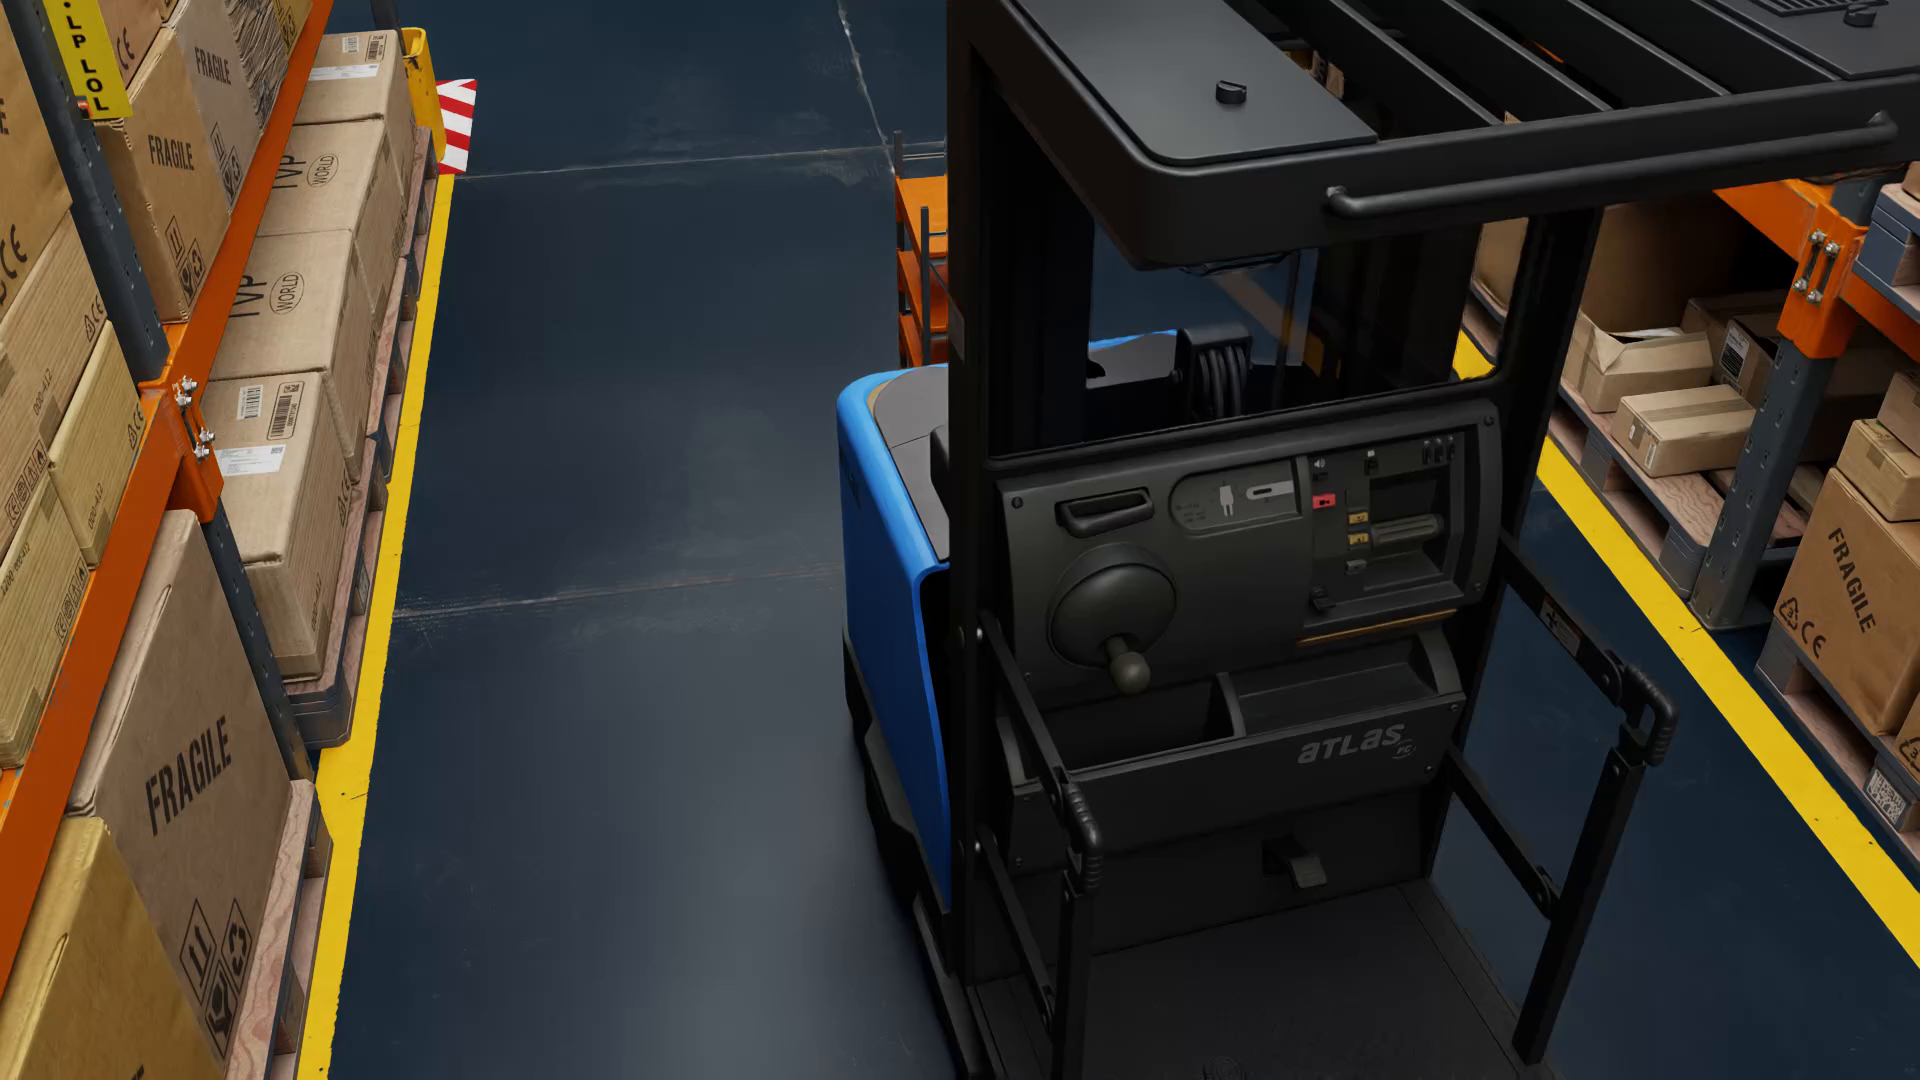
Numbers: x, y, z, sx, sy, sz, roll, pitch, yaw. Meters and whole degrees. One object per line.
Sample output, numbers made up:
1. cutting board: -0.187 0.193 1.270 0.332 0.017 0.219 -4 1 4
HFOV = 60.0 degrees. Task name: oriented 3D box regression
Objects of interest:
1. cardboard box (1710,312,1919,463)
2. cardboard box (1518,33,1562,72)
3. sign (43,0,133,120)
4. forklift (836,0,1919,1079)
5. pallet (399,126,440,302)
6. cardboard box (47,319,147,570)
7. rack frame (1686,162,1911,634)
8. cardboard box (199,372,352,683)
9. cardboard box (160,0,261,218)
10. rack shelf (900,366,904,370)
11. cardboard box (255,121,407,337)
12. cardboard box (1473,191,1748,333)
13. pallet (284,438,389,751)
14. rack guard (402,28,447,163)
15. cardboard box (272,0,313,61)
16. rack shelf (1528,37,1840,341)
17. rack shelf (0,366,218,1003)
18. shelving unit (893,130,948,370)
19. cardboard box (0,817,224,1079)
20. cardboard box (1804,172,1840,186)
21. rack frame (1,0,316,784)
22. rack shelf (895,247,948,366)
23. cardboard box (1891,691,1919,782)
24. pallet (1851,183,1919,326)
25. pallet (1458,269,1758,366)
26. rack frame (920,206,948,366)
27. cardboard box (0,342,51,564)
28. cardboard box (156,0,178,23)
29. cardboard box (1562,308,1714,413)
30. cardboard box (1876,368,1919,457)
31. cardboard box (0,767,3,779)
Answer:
1. cardboard box: 2.800 -0.529 5.335 0.500 0.311 0.500 -5 38 -6
2. cardboard box: 2.108 -1.695 6.682 0.700 0.500 0.500 -5 38 -6
3. sign: -1.670 -0.955 3.155 0.100 0.325 0.005 -6 38 -8
4. forklift: 0.586 0.085 2.752 1.130 2.935 3.031 -10 39 -13
5. pallet: -2.687 -1.305 6.758 1.003 0.211 1.213 -6 38 -8
6. cardboard box: -1.876 -0.161 3.135 0.500 0.250 0.500 -7 38 -9
7. rack frame: 2.684 -1.001 4.093 1.000 3.000 0.127 -6 38 -8
8. cardboard box: -2.207 -0.009 4.563 0.875 0.438 0.875 -7 38 -9
9. cardboard box: -2.111 -1.120 4.165 0.500 0.500 0.500 -6 38 -8
10. rack shelf: -0.029 -0.364 5.174 0.258 0.148 0.480 -6 38 -8
11. cardboard box: -2.521 -1.095 5.960 0.875 0.438 0.875 -5 38 -7
12. cardboard box: 2.290 -1.068 5.875 0.700 0.500 0.500 -8 38 -10
13. pallet: -2.259 0.169 4.860 1.003 0.211 1.213 -6 38 -8
14. rack guard: -2.908 -1.908 7.298 1.175 0.500 0.348 -6 38 -8
15. cardboard box: -2.282 -1.732 4.953 0.500 0.500 0.500 -5 38 -7
16. rack shelf: 2.333 -1.925 5.869 1.077 0.370 4.000 -6 38 -8
17. rack shelf: -1.852 1.028 2.069 1.077 0.370 4.000 -6 38 -8
18. shelving unit: -0.029 -0.574 5.011 0.258 1.200 0.503 -6 38 -8
19. cardboard box: -1.849 1.119 2.754 0.875 0.875 0.875 -5 38 -7
20. cardboard box: 2.379 -1.067 4.383 0.380 0.149 0.250 -6 38 -7
21. rack frame: -2.203 -0.465 3.403 1.000 3.000 0.127 -6 38 -8
22. rack shelf: -0.029 -0.697 4.915 0.258 0.148 0.480 -6 38 -8
23. cardboard box: 2.650 0.458 3.911 0.500 0.500 0.500 -7 38 -9
24. pallet: 2.716 -0.430 3.516 1.003 0.211 1.213 -6 38 -8
25. pallet: 2.347 -1.053 6.433 1.003 0.211 1.213 -6 38 -8
26. rack frame: 0.014 -0.426 4.821 0.240 1.200 0.015 -6 38 -8
27. cardboard box: -1.791 -0.061 2.599 0.500 0.250 0.500 -5 38 -7
28. cardboard box: -2.130 -1.518 3.863 0.500 0.500 0.500 -7 38 -9
29. cardboard box: 2.234 -0.607 5.473 0.396 0.266 0.258 -5 38 -6
30. cardboard box: 2.544 -0.314 4.133 0.380 0.149 0.250 -7 38 -9
31. cardboard box: -1.718 0.453 2.344 0.500 0.250 0.500 -7 38 -9
